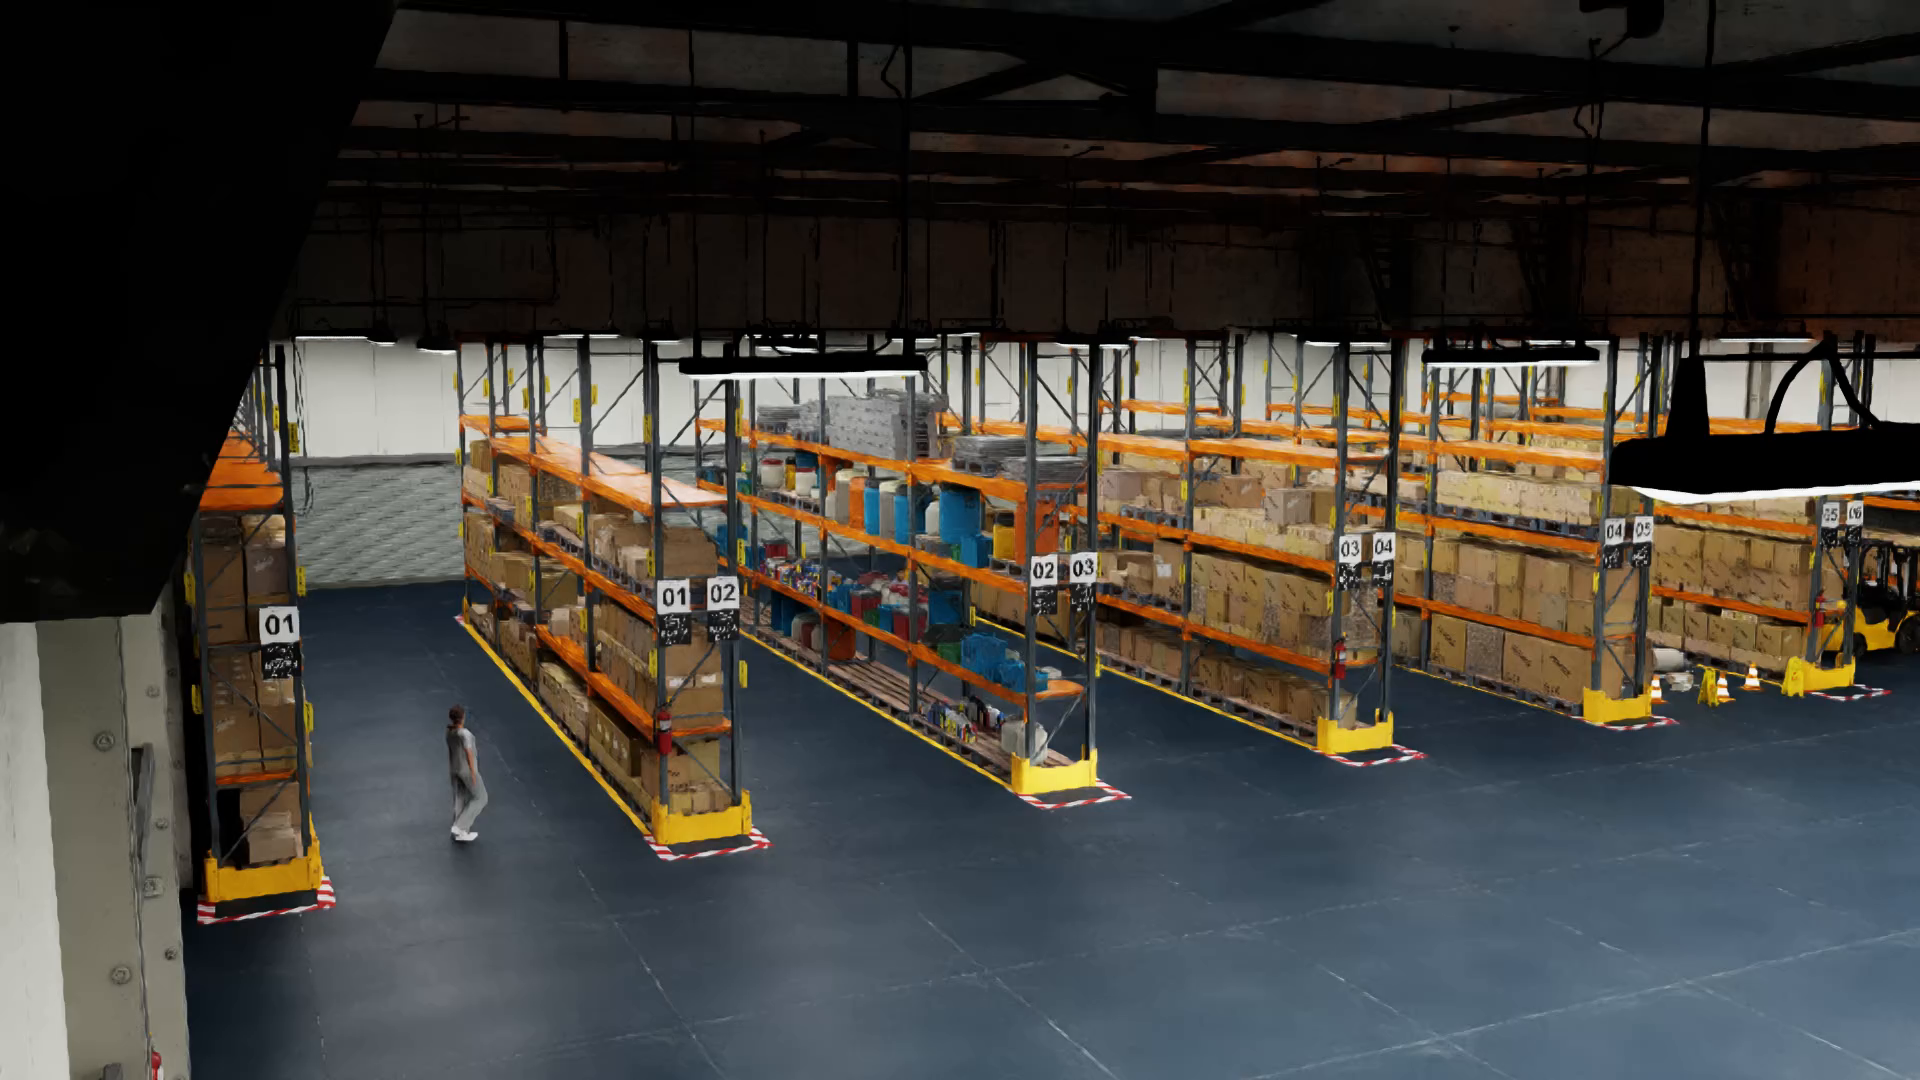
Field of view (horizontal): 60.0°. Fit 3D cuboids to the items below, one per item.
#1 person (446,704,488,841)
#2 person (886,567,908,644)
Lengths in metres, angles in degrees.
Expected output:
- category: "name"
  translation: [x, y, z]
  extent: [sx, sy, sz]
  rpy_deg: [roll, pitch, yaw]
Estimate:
- category: "person"
  translation: [-5.991, 2.814, 20.029]
  extent: [0.503, 1.670, 0.432]
  rpy_deg: [6, 10, 36]
- category: "person"
  translation: [-1.160, 1.285, 31.687]
  extent: [0.479, 1.553, 1.090]
  rpy_deg: [-3, 8, -22]
